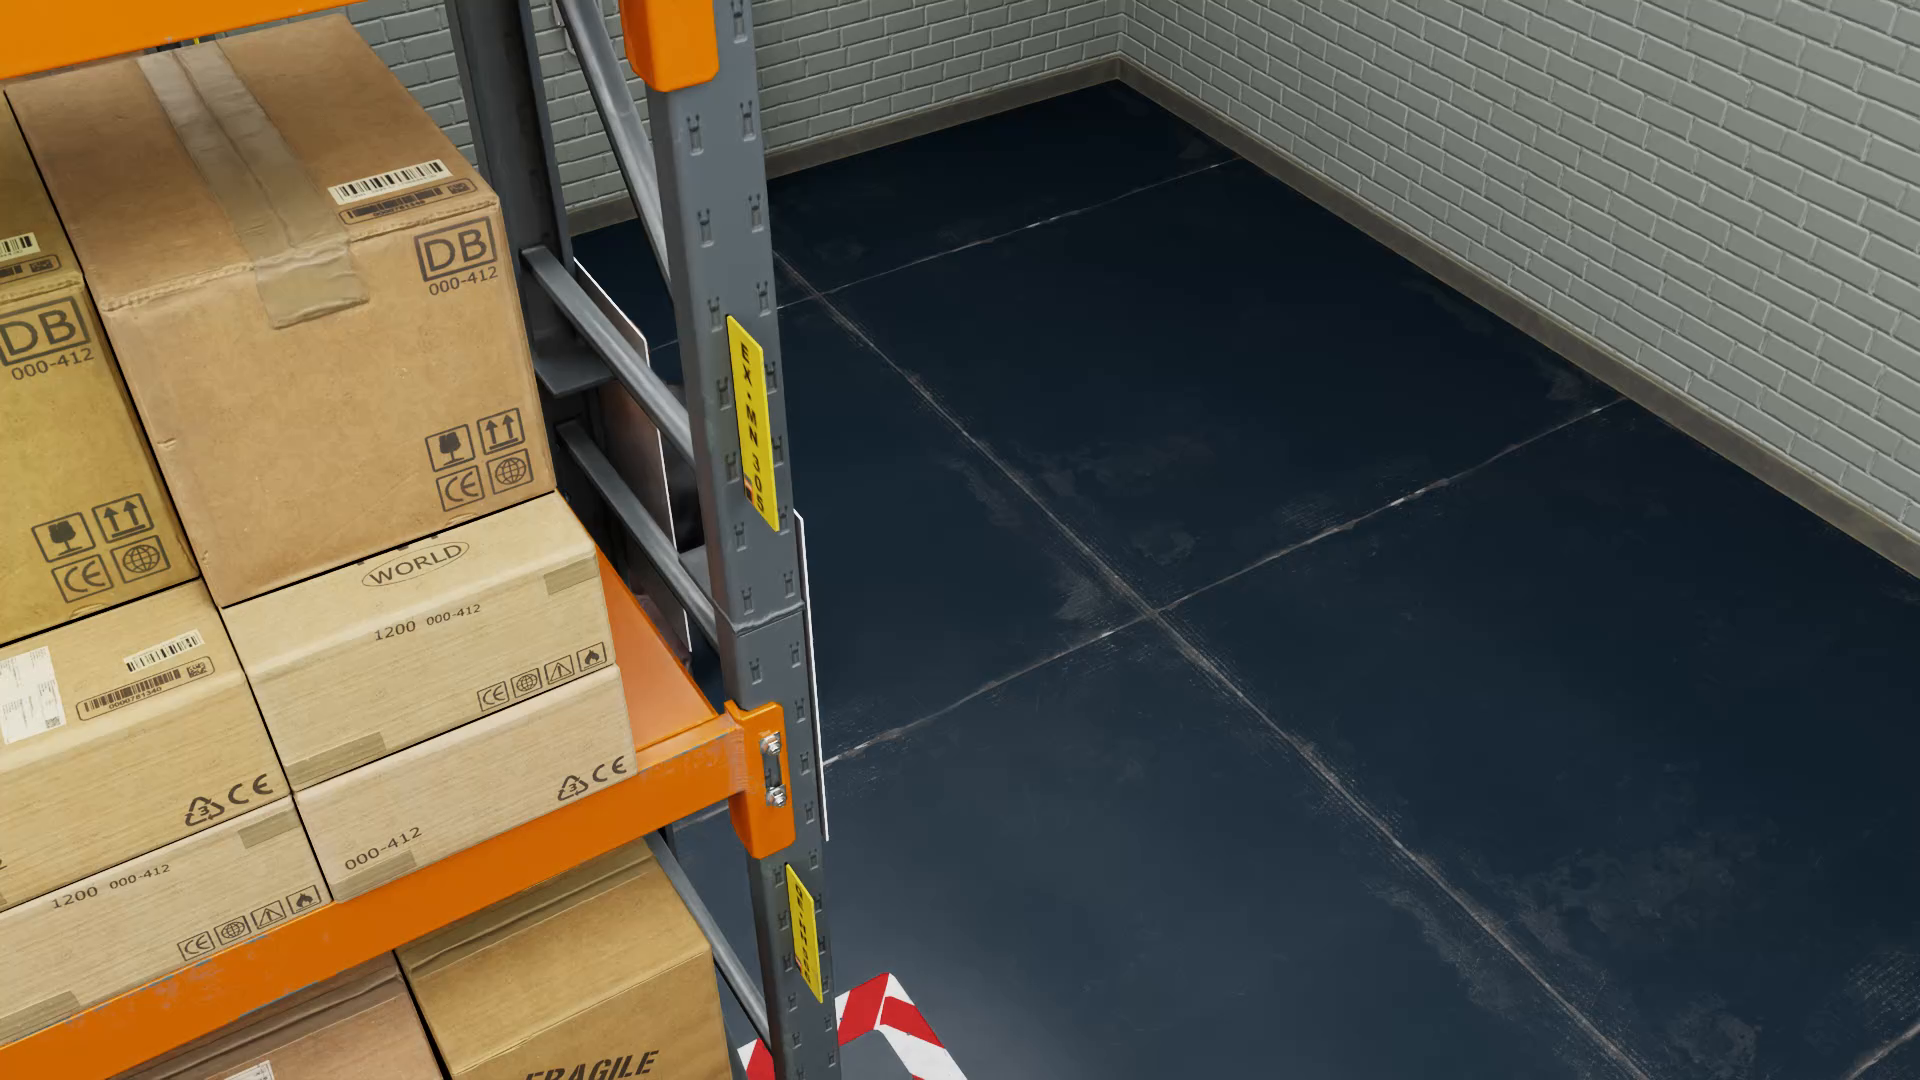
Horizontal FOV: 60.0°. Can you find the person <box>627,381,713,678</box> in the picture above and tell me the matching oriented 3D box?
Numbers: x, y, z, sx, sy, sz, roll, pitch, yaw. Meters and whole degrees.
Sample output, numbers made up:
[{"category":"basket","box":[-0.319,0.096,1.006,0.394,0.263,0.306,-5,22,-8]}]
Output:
[{"category":"person","box":[-1.144,-0.059,6.452,0.590,1.462,0.669,-22,45,-24]}]
